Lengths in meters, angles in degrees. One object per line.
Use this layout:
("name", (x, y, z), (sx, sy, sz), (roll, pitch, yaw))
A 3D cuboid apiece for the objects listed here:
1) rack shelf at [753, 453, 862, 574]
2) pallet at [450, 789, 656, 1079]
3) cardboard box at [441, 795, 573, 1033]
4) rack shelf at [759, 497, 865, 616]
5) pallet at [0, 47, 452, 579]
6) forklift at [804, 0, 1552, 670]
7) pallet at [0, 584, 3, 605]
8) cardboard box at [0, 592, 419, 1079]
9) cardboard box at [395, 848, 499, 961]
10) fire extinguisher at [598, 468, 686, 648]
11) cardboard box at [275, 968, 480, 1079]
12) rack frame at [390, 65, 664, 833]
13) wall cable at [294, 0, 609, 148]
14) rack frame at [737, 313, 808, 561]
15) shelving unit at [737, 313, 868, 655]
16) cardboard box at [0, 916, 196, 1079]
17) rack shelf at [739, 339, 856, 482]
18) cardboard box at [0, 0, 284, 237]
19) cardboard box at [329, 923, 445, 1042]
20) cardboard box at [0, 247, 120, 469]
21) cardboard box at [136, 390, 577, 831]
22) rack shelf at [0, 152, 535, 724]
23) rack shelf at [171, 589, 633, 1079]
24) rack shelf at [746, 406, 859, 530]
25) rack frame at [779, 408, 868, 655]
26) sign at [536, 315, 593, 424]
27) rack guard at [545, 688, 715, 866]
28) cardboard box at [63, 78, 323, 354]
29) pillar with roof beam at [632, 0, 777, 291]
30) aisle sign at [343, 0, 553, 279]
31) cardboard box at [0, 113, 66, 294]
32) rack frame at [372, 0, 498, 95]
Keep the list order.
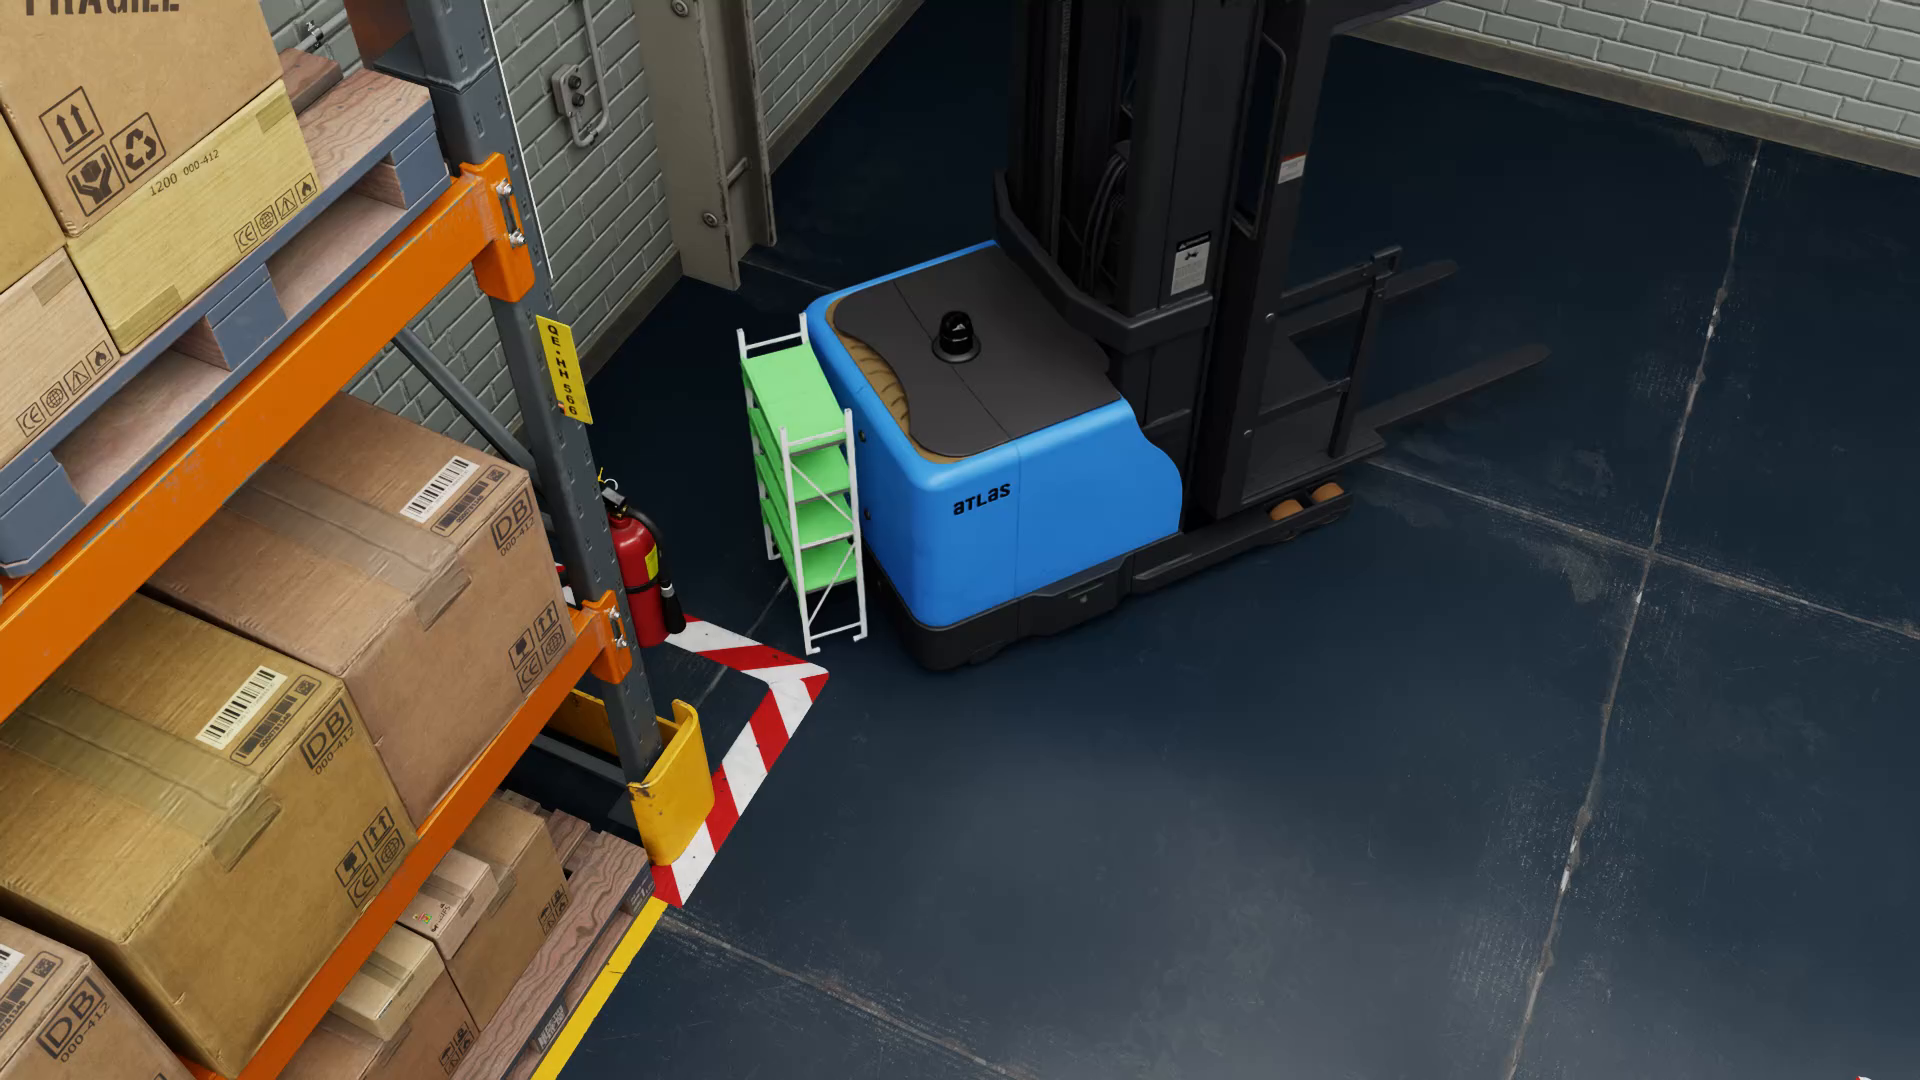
("rack shelf", (-0.550, -0.130, 5.972), (0.258, 0.148, 0.480), (-16, 52, -13))
("pallet", (-1.715, 1.336, 5.290), (1.003, 0.211, 1.213), (20, 52, 16))
("cardboard box", (-1.653, 1.045, 5.072), (0.700, 0.500, 0.500), (20, 52, 16))
("rack shelf", (-0.549, 0.025, 6.155), (0.258, 0.148, 0.480), (-16, 52, -13))
("pallet", (-1.752, -0.573, 3.172), (1.003, 0.211, 1.213), (20, 52, 16))
("forklift", (0.978, -1.285, 5.734), (3.031, 2.935, 1.130), (-22, 53, -17))
("pallet", (-2.272, 0.270, 2.454), (1.003, 0.211, 1.213), (20, 52, 16))
("cardboard box", (-1.954, 0.618, 3.873), (0.980, 0.700, 0.700), (19, 52, 16))
("cardboard box", (-1.543, 0.982, 4.699), (0.380, 0.149, 0.250), (19, 52, 16))
("fire extinguisher", (-0.962, 0.049, 4.850), (0.296, 0.674, 0.183), (20, 52, 16))
("cardboard box", (-1.867, 1.390, 4.779), (0.700, 0.500, 0.500), (20, 52, 16))
("rack frame", (-1.444, -0.144, 4.718), (1.000, 3.000, 0.127), (20, 52, 16))
("wall cable", (-1.752, -1.662, 5.343), (0.084, 1.984, 1.851), (20, 52, 16))
("rack frame", (-0.637, -0.345, 6.071), (0.240, 1.200, 0.015), (-16, 52, -13))
("shelving unit", (-0.550, -0.172, 5.923), (0.258, 1.200, 0.503), (-16, 52, -13))
("cardboard box", (-2.288, 1.140, 3.428), (0.980, 0.700, 0.700), (18, 52, 14))
("rack shelf", (-0.550, -0.441, 5.606), (0.258, 0.148, 0.480), (-16, 52, -13))
("cardboard box", (-1.510, -0.886, 2.644), (0.500, 0.500, 0.500), (20, 52, 16))
("cardboard box", (-1.651, 1.159, 4.549), (0.380, 0.149, 0.250), (21, 53, 17))
("cardboard box", (-1.738, -0.286, 2.627), (0.500, 0.250, 0.500), (18, 52, 15))
("cardboard box", (-1.653, 0.114, 4.302), (0.980, 0.700, 0.700), (22, 53, 18))
("rack shelf", (-2.299, 0.495, 2.677), (1.077, 0.370, 4.000), (20, 52, 16))
("rack shelf", (-2.299, 1.467, 3.820), (1.077, 0.370, 4.000), (20, 52, 16))
("rack shelf", (-0.550, -0.286, 5.789), (0.258, 0.148, 0.480), (-16, 52, -13))
("rack frame", (-0.462, 0.002, 5.776), (0.240, 1.200, 0.015), (-16, 52, -13))
("sign", (-0.959, -0.409, 4.028), (0.100, 0.325, 0.005), (20, 52, 16))
("rack guard", (-1.434, 0.650, 5.684), (1.175, 0.500, 0.348), (20, 52, 16))
("cardboard box", (-1.517, -0.645, 2.932), (0.500, 0.250, 0.500), (21, 53, 17))
("pillar with roof beam", (2.820, -2.828, 3.063), (9.100, 9.000, 0.400), (20, 52, 16))
("aisle sign", (-1.142, -0.938, 3.687), (0.394, 0.787, 0.004), (20, 52, 16))
("cardboard box", (-1.734, -0.545, 2.354), (0.500, 0.500, 0.500), (21, 53, 17))
("rack frame", (-1.444, -2.088, 2.433), (1.000, 3.000, 0.127), (20, 52, 16))
